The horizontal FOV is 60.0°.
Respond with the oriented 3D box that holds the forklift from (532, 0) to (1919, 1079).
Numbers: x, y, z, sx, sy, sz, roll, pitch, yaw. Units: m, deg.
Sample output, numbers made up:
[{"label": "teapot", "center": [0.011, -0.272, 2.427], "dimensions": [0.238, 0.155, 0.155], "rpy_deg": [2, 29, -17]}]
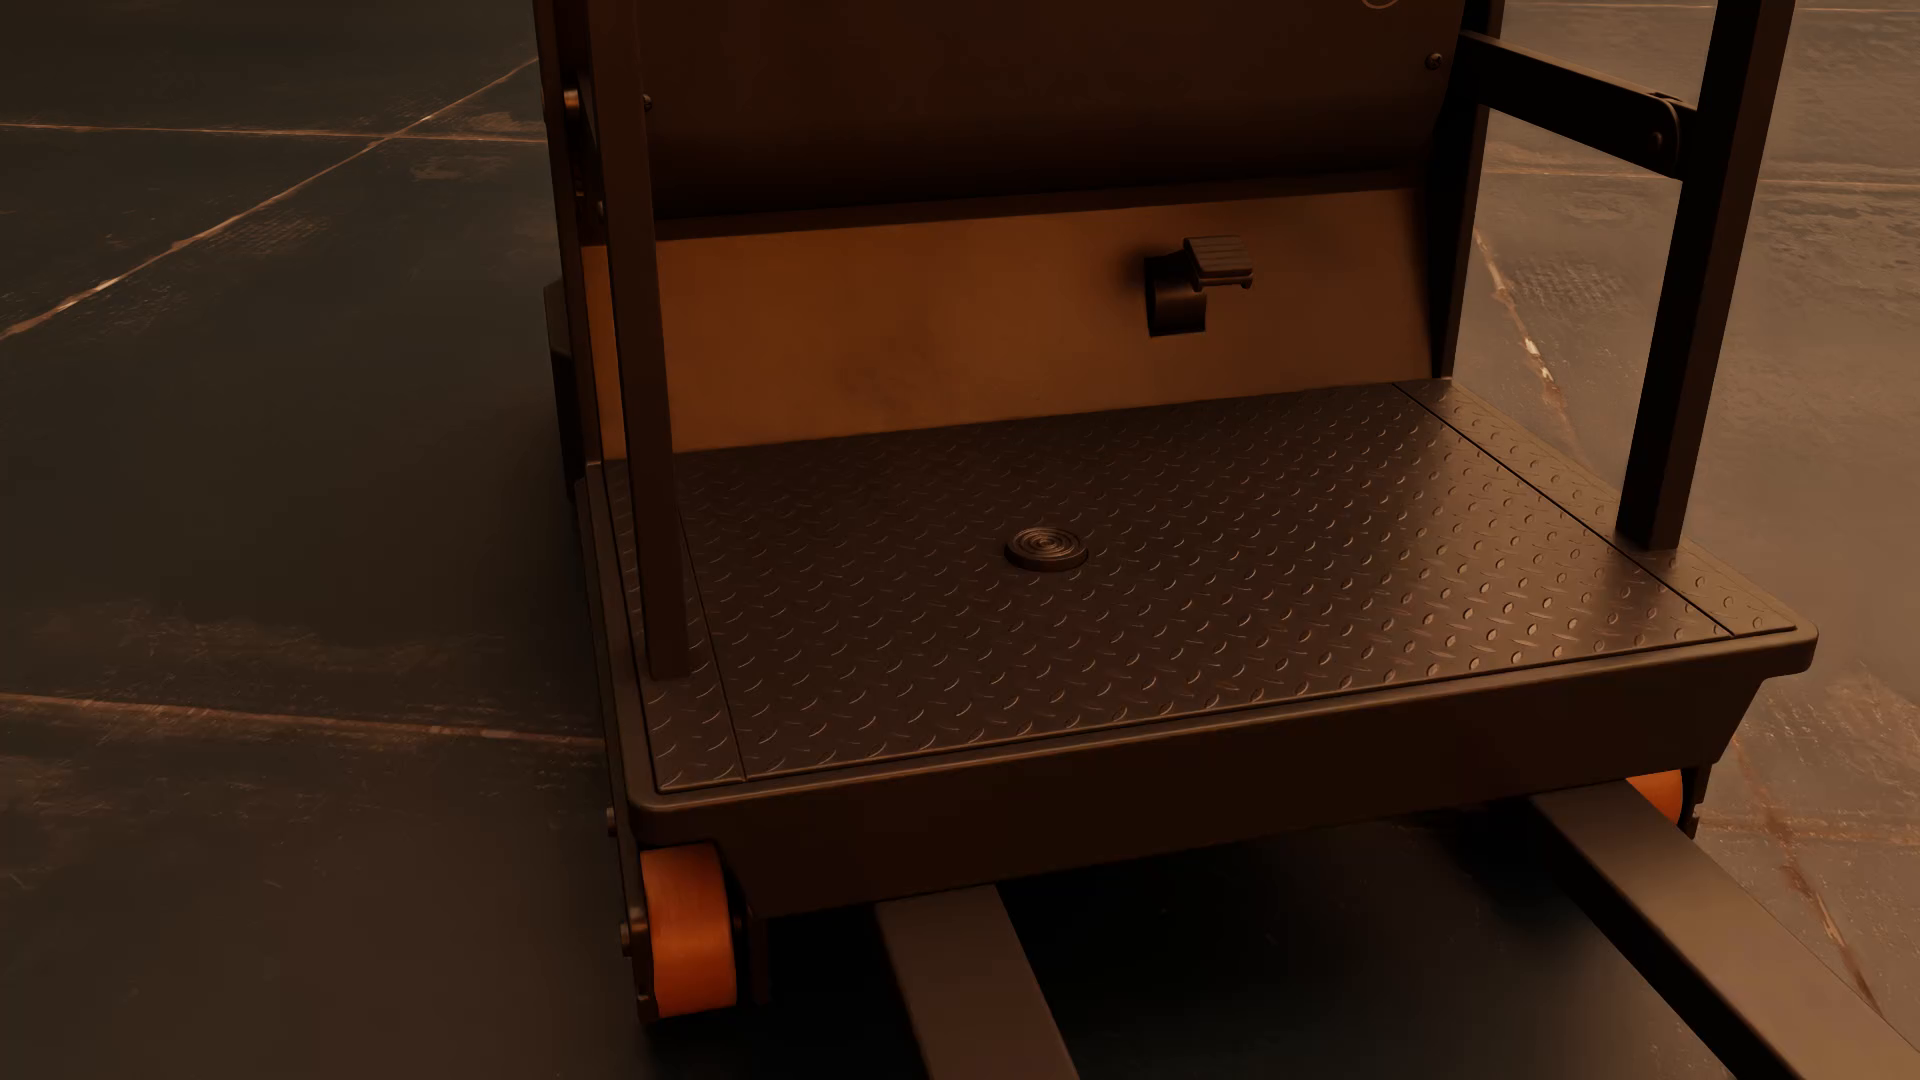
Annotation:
[{"label": "forklift", "center": [0.153, -1.049, 1.319], "dimensions": [1.130, 2.935, 3.031], "rpy_deg": [-7, 27, -13]}]
